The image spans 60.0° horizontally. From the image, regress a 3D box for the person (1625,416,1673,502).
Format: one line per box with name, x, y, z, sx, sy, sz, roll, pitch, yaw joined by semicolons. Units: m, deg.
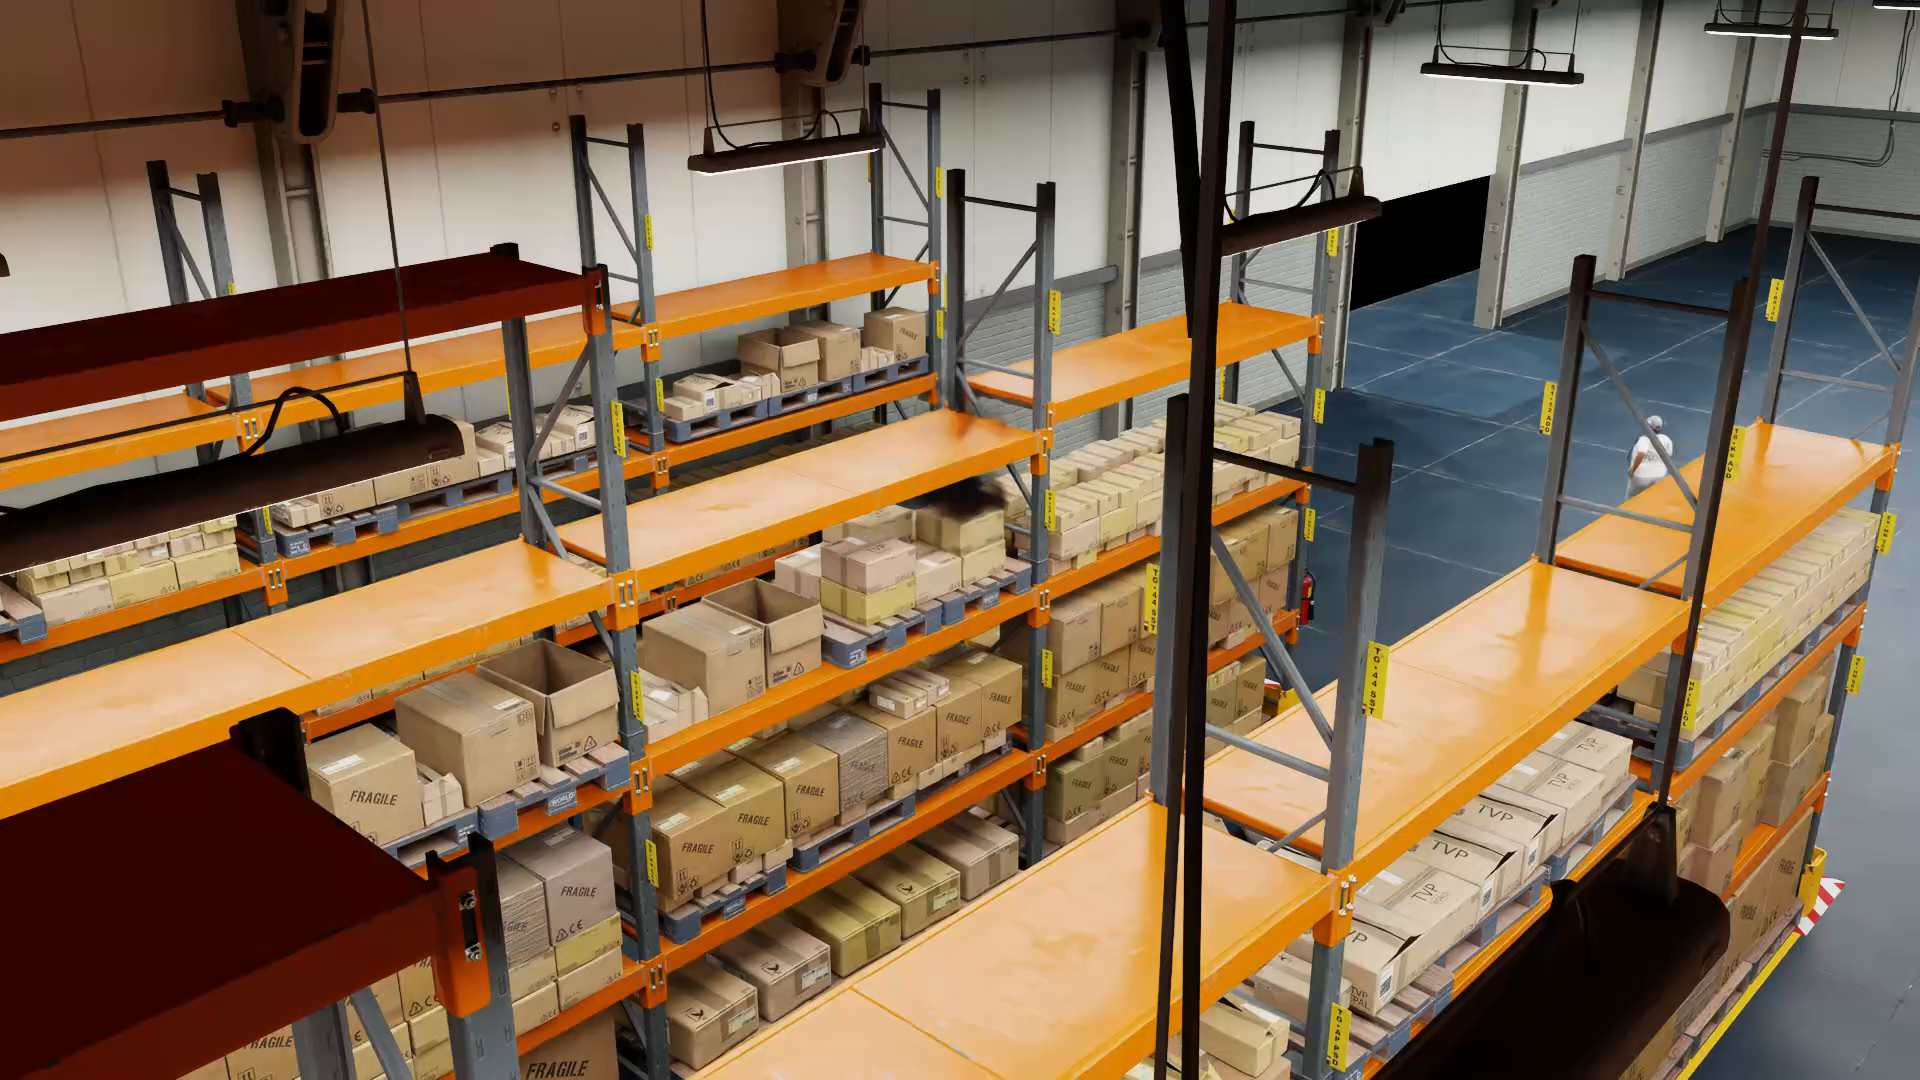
person;8.995;-0.803;21.739;0.632;1.673;0.903;-3;21;-7
